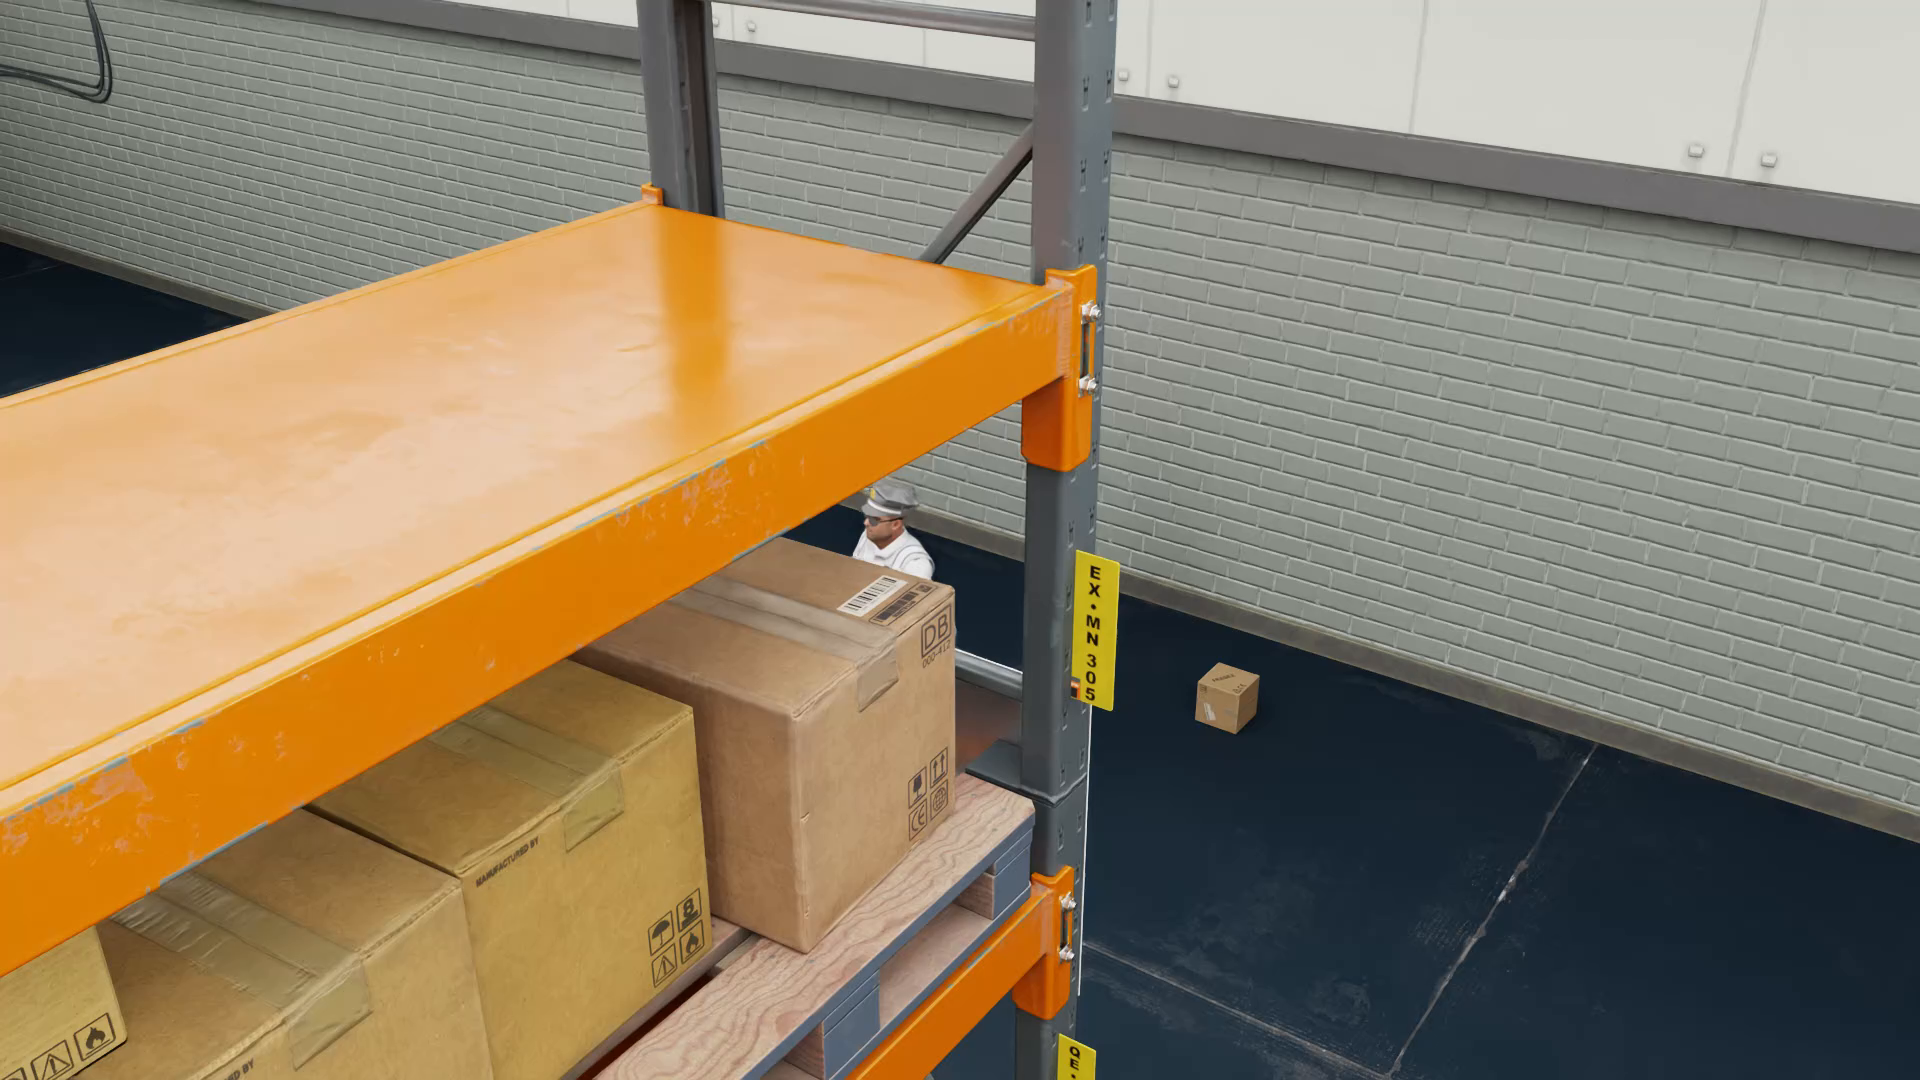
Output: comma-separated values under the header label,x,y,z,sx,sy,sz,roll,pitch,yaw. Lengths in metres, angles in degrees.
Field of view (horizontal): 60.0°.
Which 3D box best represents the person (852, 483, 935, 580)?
label,x,y,z,sx,sy,sz,roll,pitch,yaw
person,-0.396,0.525,8.062,1.051,1.706,0.547,-22,34,-36
